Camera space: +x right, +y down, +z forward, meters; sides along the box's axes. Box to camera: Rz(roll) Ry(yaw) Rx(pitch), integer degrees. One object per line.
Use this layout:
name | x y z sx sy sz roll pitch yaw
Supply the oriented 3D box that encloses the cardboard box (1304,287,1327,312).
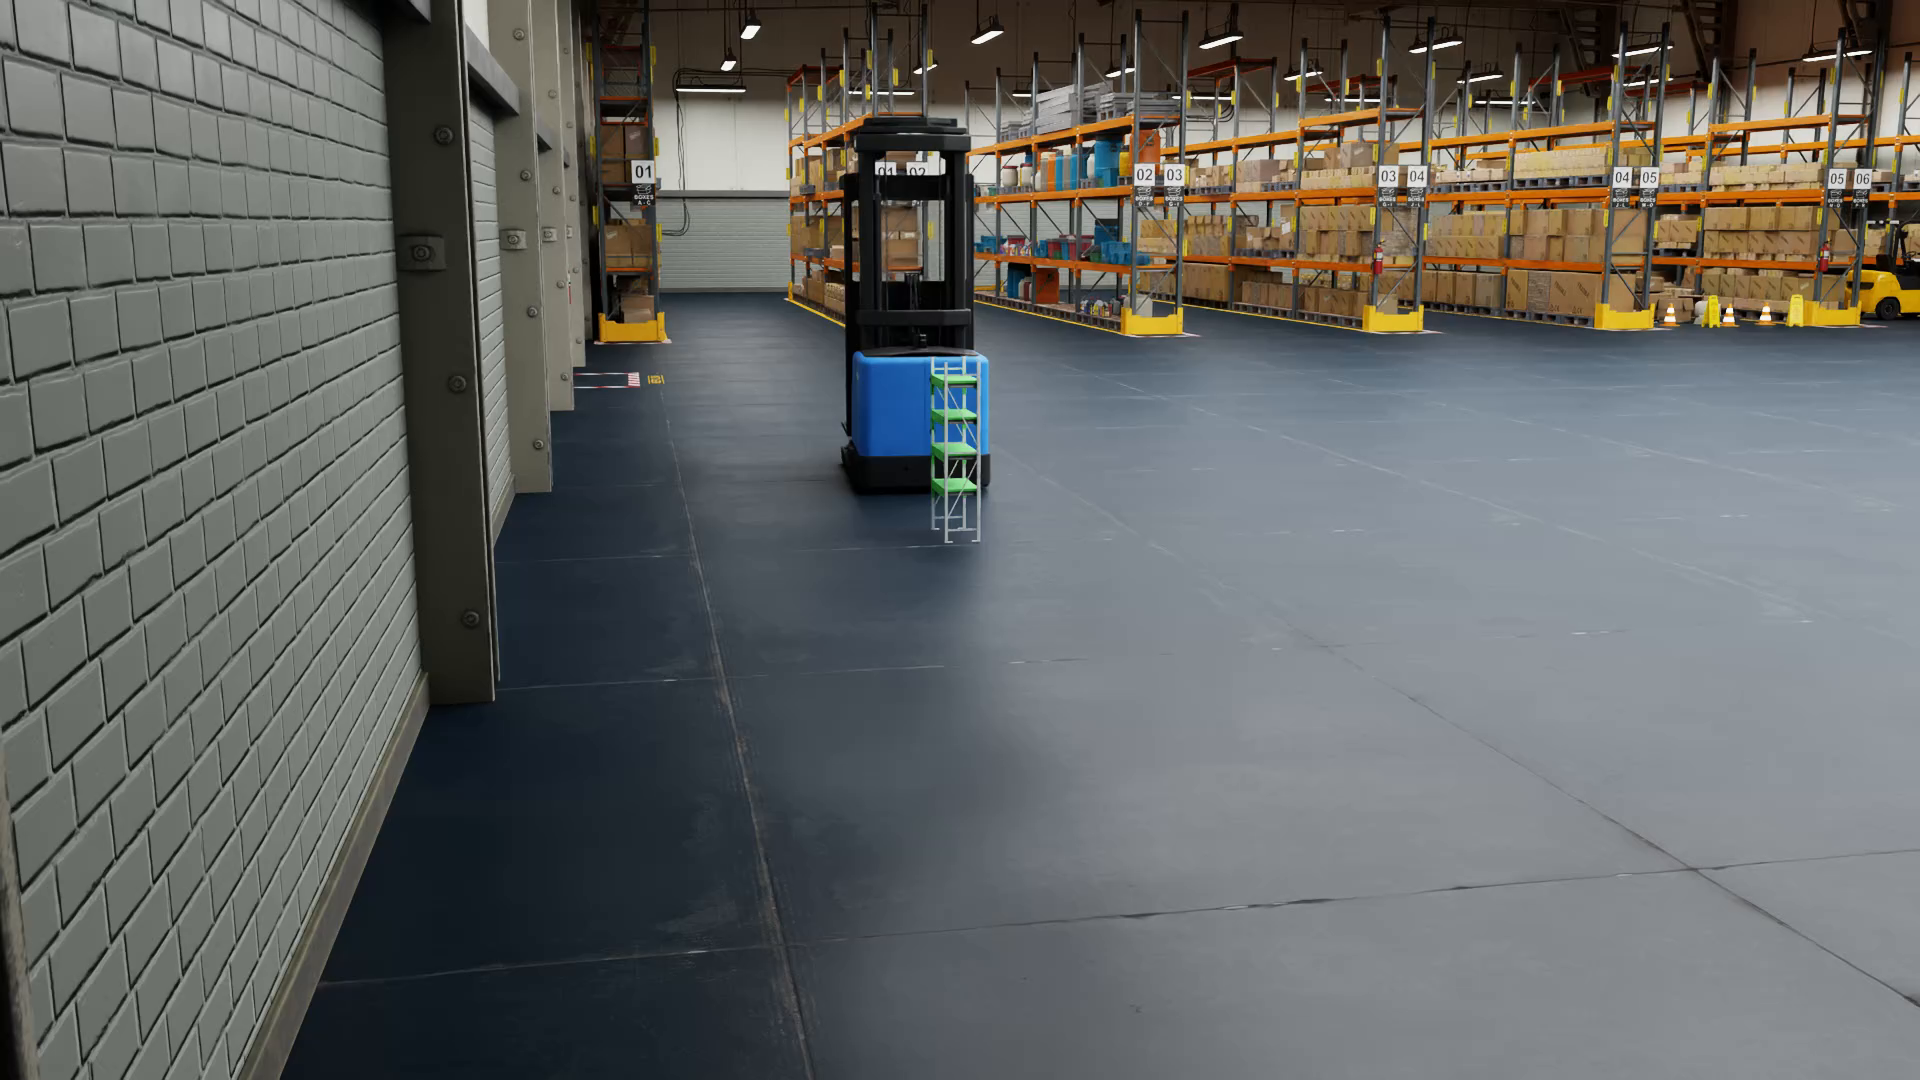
cardboard box | 7.884 -5.267 36.410 0.500 0.500 0.500 -2 11 -13

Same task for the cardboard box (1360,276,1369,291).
cardboard box | 11.058 -6.826 44.600 0.500 0.500 0.500 -2 11 -9

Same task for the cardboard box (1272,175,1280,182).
cardboard box | 7.382 -8.269 38.099 0.380 0.166 0.250 -2 11 -13

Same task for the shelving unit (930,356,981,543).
shelving unit | -0.032 -0.620 11.244 0.258 1.200 0.503 -2 11 -11

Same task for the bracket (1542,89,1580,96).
bracket | 19.487 -14.925 55.915 0.076 0.066 5.218 -2 11 -11

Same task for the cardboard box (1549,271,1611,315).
cardboard box | 13.138 -5.238 35.253 0.875 0.875 0.875 -2 11 -12

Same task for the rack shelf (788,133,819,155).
rack shelf | -3.818 -10.430 43.863 1.077 0.370 4.000 -2 11 -11

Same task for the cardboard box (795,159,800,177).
cardboard box | -4.077 -10.031 44.910 0.700 0.500 0.500 -2 11 -11

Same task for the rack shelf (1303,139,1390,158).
rack shelf | 10.785 -10.952 46.602 1.077 0.370 4.000 -2 11 -11

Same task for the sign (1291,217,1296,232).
sign | 7.301 -6.912 36.391 0.100 0.325 0.005 -2 11 -11

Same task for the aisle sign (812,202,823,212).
aisle sign | -3.920 -9.506 46.164 0.394 0.787 0.004 -2 11 -11

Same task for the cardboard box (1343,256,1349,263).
cardboard box | 8.106 -5.780 34.215 0.380 0.149 0.250 -2 11 -11

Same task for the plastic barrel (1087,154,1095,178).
plastic barrel | 2.878 -7.832 34.880 0.421 0.512 0.421 0 11 0

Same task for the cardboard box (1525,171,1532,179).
cardboard box | 12.567 -7.959 36.248 0.380 0.149 0.250 -2 11 -11

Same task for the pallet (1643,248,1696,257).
pallet | 17.213 -7.002 40.475 1.003 0.211 1.213 -2 11 -11

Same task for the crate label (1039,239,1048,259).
crate label | 2.137 -6.743 38.505 0.502 0.435 0.616 -2 11 -11

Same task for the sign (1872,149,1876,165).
sign | 18.876 -7.913 34.390 0.100 0.325 0.005 -2 11 -11

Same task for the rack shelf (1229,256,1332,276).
rack shelf | 7.456 -6.377 38.604 1.077 0.370 4.000 -2 11 -11

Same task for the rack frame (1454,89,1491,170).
rack frame | 15.232 -11.872 49.505 1.000 3.000 0.127 -2 11 -11

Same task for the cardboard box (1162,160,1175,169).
cardboard box | 5.894 -10.340 45.815 0.500 0.250 0.500 -2 11 -13

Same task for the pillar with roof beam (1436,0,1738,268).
pillar with roof beam | 17.404 -11.324 46.623 9.100 9.000 0.548 -2 11 -11

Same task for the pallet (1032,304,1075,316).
pallet | 2.321 -5.404 39.024 1.003 0.211 1.213 -2 11 -11

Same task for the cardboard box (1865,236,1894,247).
cardboard box | 22.088 -7.158 39.846 0.500 0.250 0.500 -2 11 -12

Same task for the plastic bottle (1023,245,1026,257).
plastic bottle | 1.586 -7.048 40.550 0.097 0.271 0.097 0 11 0

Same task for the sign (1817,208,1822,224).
sign | 17.795 -6.698 34.424 0.100 0.325 0.005 -2 11 -11

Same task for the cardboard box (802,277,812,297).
cardboard box | -3.818 -6.554 43.116 0.500 0.500 0.500 -2 11 -11

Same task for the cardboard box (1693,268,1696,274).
cardboard box | 20.817 -7.546 46.649 0.380 0.149 0.250 -2 11 -13

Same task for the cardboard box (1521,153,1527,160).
cardboard box | 12.518 -8.397 36.418 0.380 0.149 0.250 -2 11 -11

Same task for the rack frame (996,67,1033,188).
rack frame | 1.431 -10.598 42.811 1.000 3.000 0.127 -2 11 -11

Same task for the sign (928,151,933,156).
sign | -0.549 -7.232 30.596 0.100 0.325 0.005 -2 11 -11

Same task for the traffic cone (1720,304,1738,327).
traffic cone | 15.972 -4.674 34.513 0.336 0.463 0.334 -2 11 -11

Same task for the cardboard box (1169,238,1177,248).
cardboard box | 5.946 -7.975 44.679 0.500 0.250 0.500 -2 11 -12

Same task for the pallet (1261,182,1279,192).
pallet | 7.625 -8.052 37.960 1.213 0.211 1.003 -2 11 -11

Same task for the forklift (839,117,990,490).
forklift | -0.456 -2.071 14.238 1.130 2.935 3.031 -1 11 -7

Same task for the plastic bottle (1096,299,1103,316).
plastic bottle | 2.892 -4.789 34.242 0.144 0.351 0.185 -2 11 -9

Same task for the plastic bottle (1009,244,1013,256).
plastic bottle | 1.327 -7.321 41.972 0.152 0.276 0.135 -2 11 -11

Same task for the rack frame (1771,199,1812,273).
rack frame | 21.656 -7.639 43.309 1.000 3.000 0.127 -2 11 -11

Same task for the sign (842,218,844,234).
sign | -2.403 -6.513 34.506 0.100 0.325 0.005 -2 11 -11

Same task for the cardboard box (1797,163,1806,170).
cardboard box | 17.908 -7.879 35.084 0.380 0.149 0.250 -2 11 -12

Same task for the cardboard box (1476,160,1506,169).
cardboard box | 12.565 -8.729 39.354 0.500 0.500 0.500 -2 11 -11

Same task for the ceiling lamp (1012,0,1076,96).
ceiling lamp | 2.601 -14.783 49.187 2.000 3.185 0.800 -2 11 -11

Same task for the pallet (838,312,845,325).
pallet | -2.054 -4.768 35.683 1.003 0.211 1.213 -2 11 -11

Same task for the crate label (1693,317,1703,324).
crate label | 15.758 -4.655 35.290 0.250 0.136 0.298 -9 14 -40

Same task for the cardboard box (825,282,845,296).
cardboard box | -2.837 -5.762 38.179 0.500 0.311 0.500 -2 11 -9

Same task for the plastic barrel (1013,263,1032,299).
plastic barrel | 1.658 -6.596 42.319 0.600 0.901 0.708 -2 11 -11

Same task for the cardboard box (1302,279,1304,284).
cardboard box | 10.246 -7.573 48.668 0.380 0.149 0.250 -2 11 -9

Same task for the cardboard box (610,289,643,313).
cardboard box | -7.040 -5.039 35.157 0.700 0.500 0.500 -2 11 -12

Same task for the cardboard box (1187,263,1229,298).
cardboard box | 6.608 -6.713 43.004 1.225 0.875 0.875 -3 11 -13

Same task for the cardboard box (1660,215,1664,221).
cardboard box | 17.383 -7.888 40.697 0.380 0.149 0.250 -3 11 -14

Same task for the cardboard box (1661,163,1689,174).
cardboard box | 17.108 -8.864 39.663 0.500 0.250 0.500 -2 11 -10

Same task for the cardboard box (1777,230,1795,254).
cardboard box | 17.875 -6.367 35.565 0.500 0.500 0.500 -2 11 -11

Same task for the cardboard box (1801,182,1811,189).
cardboard box | 17.920 -7.440 34.915 0.380 0.149 0.250 -2 11 -11

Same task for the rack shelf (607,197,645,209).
rack shelf | -7.898 -8.044 39.338 1.077 0.370 4.000 -2 11 -11
